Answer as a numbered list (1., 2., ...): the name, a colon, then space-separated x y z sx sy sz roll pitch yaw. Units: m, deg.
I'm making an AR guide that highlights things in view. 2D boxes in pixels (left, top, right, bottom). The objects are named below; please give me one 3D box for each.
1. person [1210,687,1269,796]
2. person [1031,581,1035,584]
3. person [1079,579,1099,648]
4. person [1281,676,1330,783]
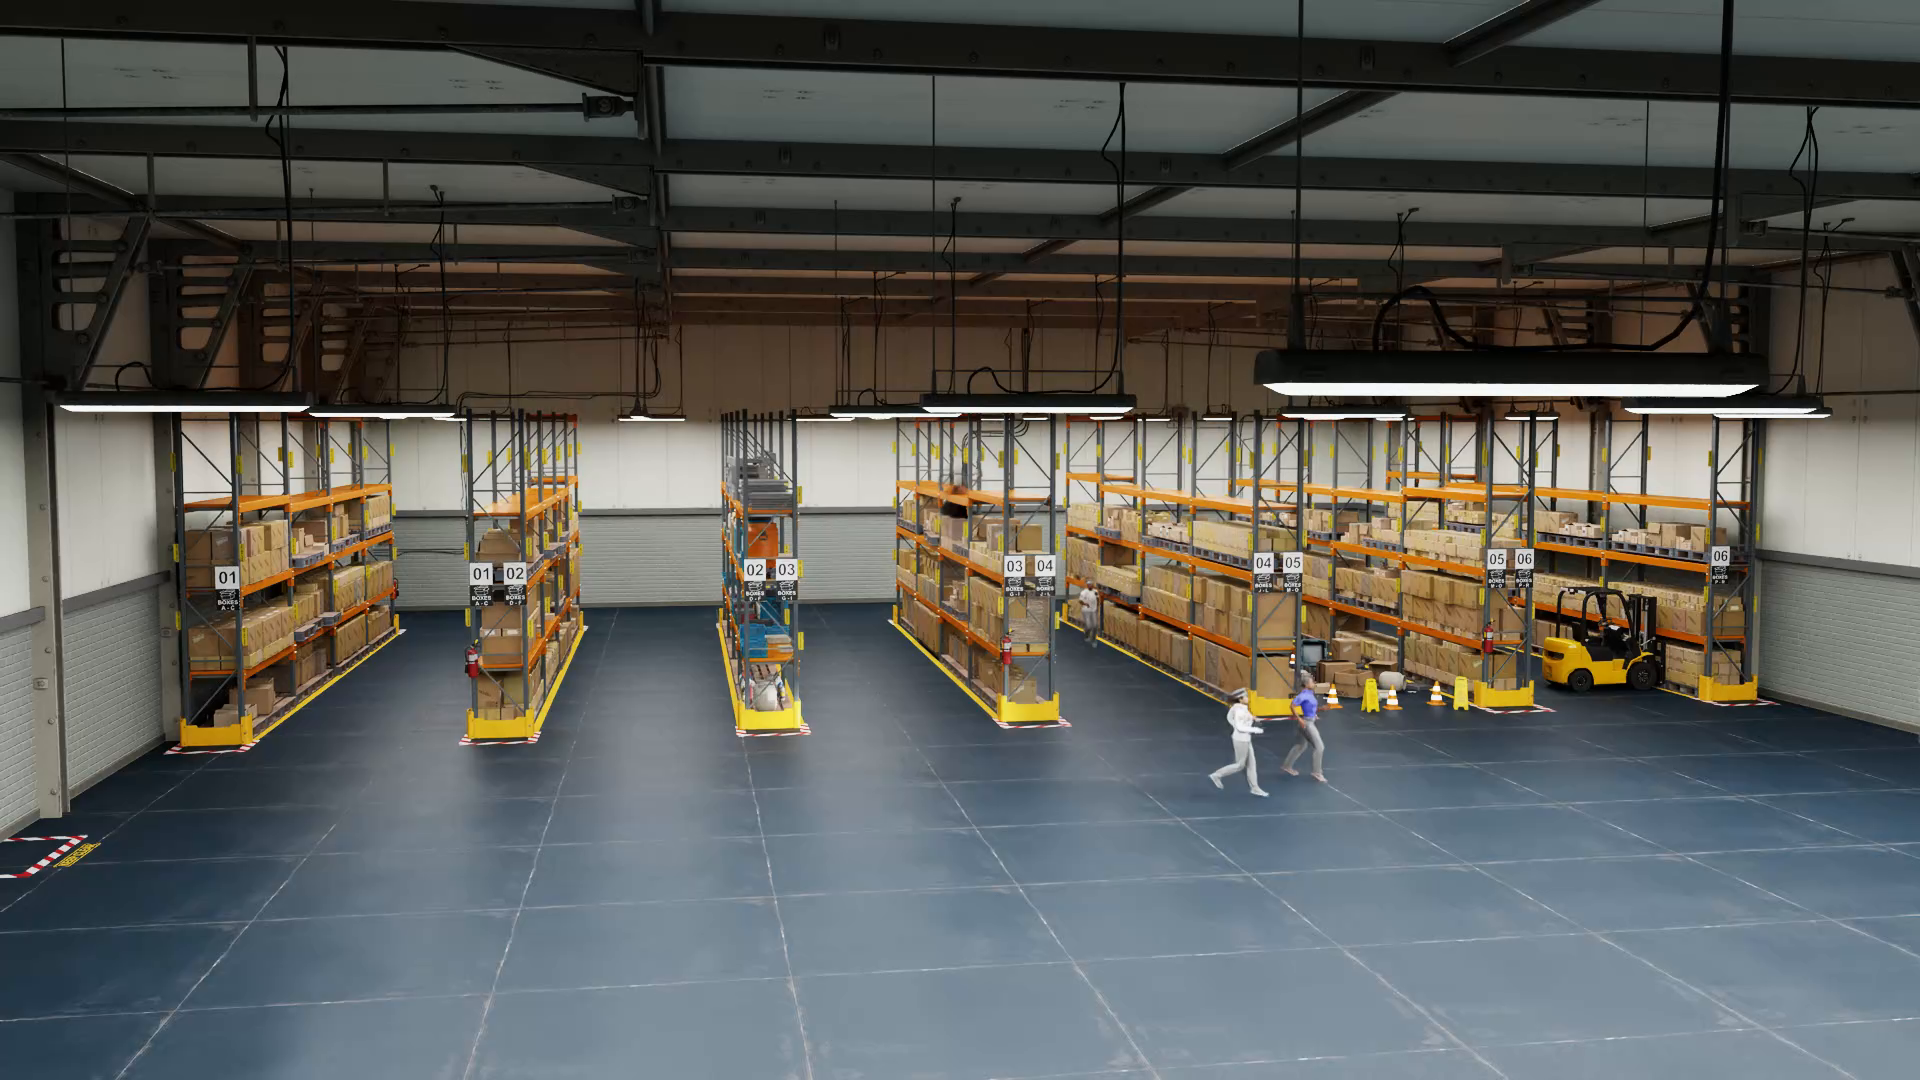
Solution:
1. person: 4.314 3.093 25.522 0.871 1.693 0.614 1 4 11
2. person: 2.033 1.504 48.758 0.754 1.646 0.540 4 5 43
3. person: 3.237 1.820 41.389 0.567 1.747 0.677 -1 4 -10
4. person: 5.554 3.032 26.719 0.777 1.718 0.547 1 4 13
